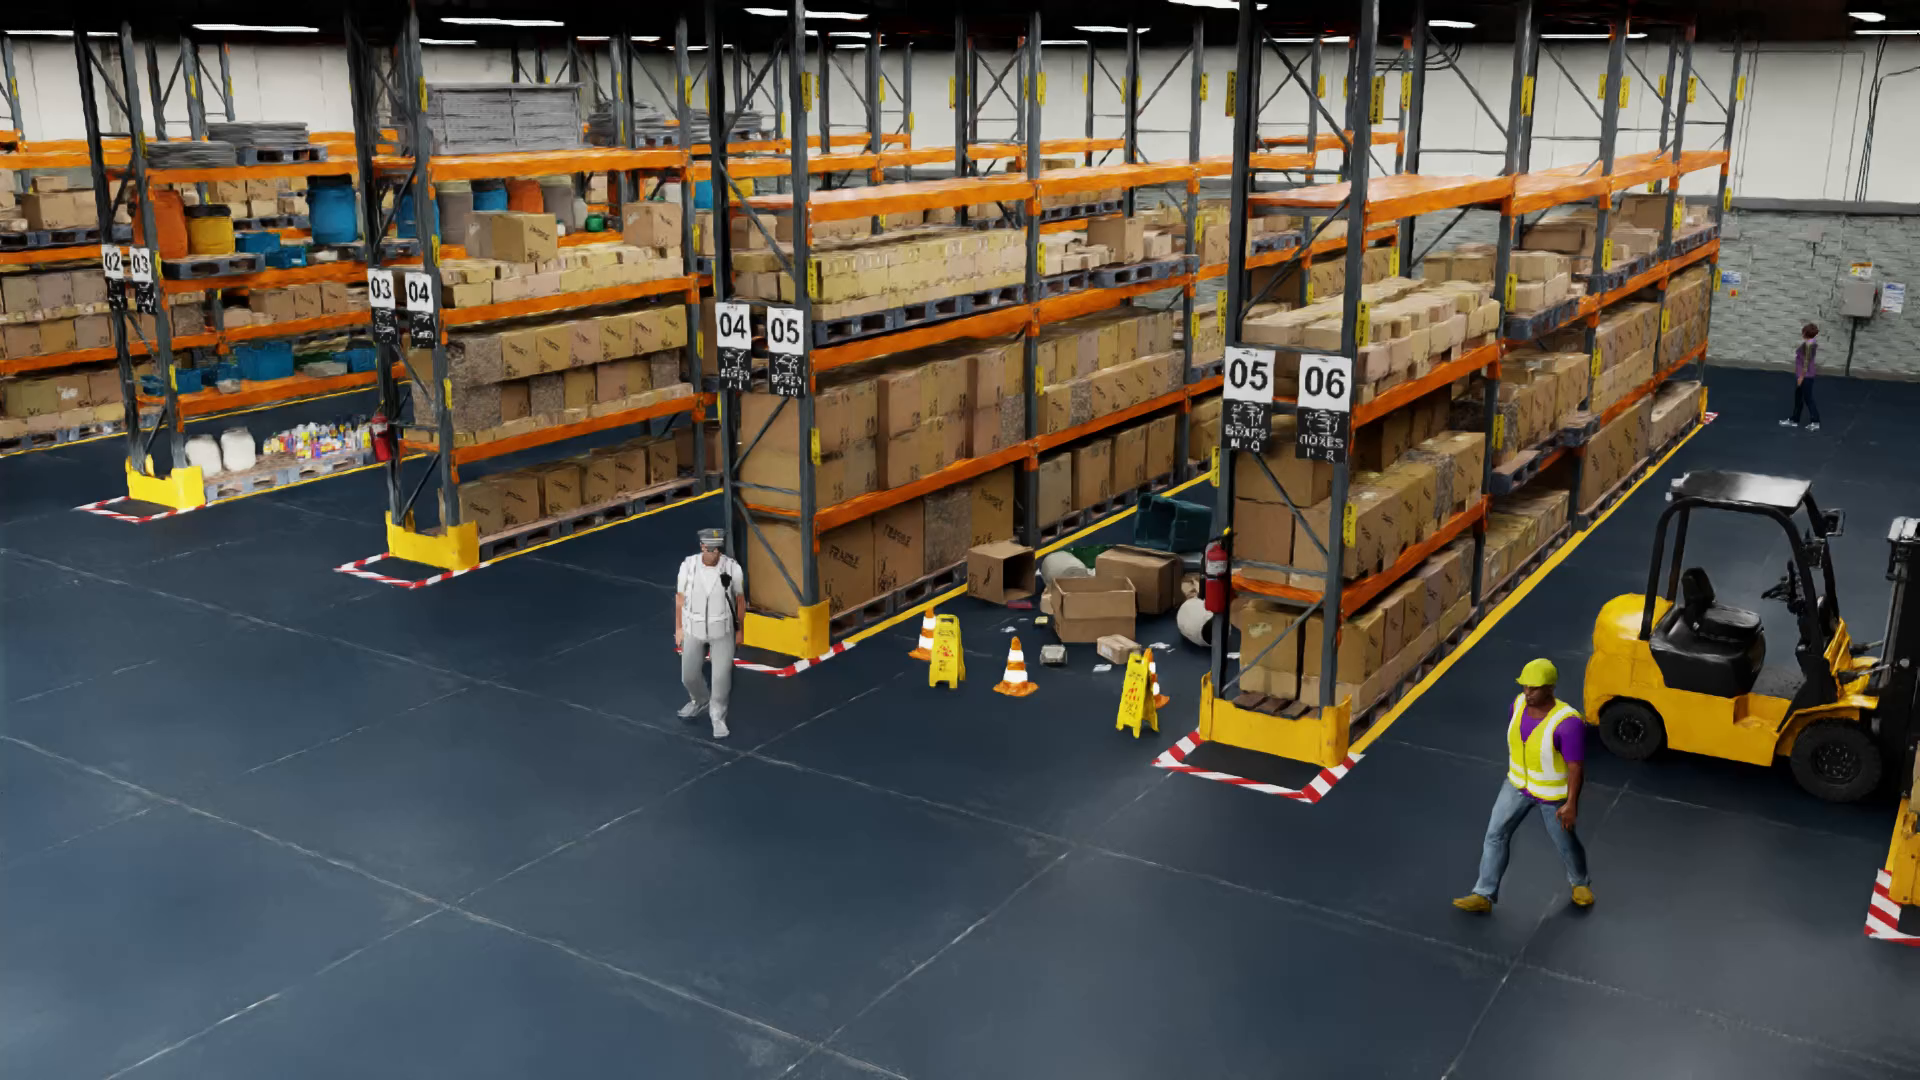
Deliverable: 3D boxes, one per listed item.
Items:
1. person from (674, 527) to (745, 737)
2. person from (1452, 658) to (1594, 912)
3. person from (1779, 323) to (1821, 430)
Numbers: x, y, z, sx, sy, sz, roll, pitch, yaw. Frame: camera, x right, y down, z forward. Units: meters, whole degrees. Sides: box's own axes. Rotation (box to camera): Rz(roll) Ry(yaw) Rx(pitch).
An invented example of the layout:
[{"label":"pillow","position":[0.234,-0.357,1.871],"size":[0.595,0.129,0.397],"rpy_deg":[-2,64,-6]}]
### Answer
[{"label":"person","position":[-2.032,0.698,13.471],"size":[0.602,1.745,0.575],"rpy_deg":[-1,16,-3]},{"label":"person","position":[3.647,1.552,10.486],"size":[0.972,1.720,0.613],"rpy_deg":[-11,19,-33]},{"label":"person","position":[12.839,-2.498,25.231],"size":[0.572,1.585,0.645],"rpy_deg":[9,18,28]}]
